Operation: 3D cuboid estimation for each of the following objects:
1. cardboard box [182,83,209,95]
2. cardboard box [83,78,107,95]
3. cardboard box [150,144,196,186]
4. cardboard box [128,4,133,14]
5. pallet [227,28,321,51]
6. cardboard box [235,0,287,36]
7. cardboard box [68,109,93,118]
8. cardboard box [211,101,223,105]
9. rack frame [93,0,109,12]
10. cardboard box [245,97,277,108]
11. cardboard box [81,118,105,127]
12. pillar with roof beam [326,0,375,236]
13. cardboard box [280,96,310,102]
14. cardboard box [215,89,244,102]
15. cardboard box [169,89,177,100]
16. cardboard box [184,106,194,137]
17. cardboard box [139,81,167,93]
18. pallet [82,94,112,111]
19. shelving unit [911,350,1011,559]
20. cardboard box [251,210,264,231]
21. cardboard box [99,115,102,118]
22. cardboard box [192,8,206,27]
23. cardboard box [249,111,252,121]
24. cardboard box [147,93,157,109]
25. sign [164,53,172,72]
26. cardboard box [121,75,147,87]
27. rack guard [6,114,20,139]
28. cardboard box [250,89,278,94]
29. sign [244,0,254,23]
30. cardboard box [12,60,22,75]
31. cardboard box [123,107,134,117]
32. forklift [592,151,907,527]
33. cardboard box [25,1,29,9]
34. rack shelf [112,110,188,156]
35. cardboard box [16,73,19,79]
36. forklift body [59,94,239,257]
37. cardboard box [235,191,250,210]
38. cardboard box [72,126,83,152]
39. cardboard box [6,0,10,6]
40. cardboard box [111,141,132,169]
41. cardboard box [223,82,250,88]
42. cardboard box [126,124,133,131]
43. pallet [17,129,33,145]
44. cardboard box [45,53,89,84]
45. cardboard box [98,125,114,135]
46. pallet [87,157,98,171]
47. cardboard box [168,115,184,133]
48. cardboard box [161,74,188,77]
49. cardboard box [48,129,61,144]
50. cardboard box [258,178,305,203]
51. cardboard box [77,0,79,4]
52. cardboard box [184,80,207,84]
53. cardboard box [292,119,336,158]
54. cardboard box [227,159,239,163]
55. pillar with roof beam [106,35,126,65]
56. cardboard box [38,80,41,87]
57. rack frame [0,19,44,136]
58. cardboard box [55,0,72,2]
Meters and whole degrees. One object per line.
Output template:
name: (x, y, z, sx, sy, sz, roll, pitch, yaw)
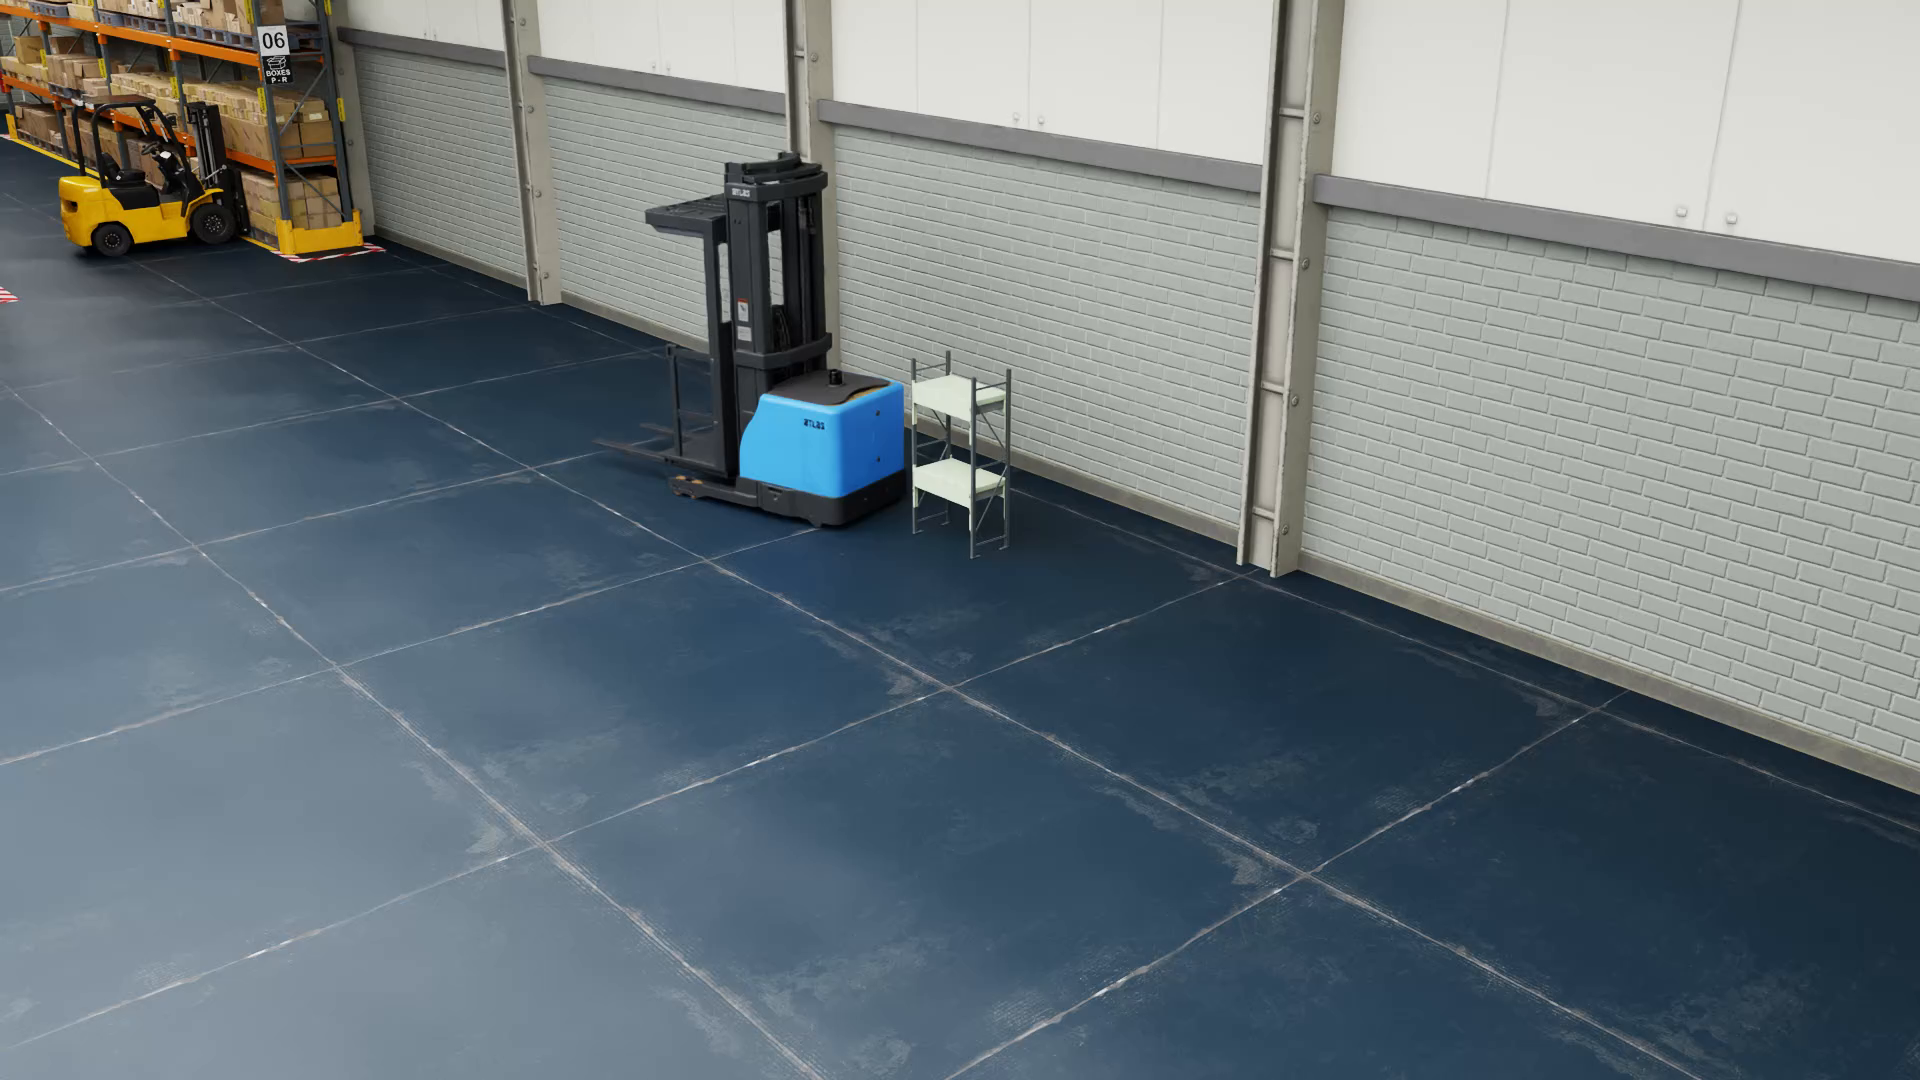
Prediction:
cardboard box: (-12.163, -7.193, 26.527, 0.380, 0.149, 0.250, -17, 27, -36)
cardboard box: (-15.691, -8.310, 30.443, 0.500, 0.250, 0.500, -19, 28, -40)
cardboard box: (-13.488, -6.519, 28.922, 0.875, 0.625, 0.625, -19, 28, -40)
cardboard box: (-13.597, -8.831, 27.662, 0.380, 0.149, 0.250, -18, 28, -38)
pallet: (-9.977, -7.316, 24.285, 1.003, 0.211, 1.213, -17, 27, -37)
cardboard box: (-10.009, -7.509, 23.806, 0.500, 0.500, 0.500, -16, 27, -36)
cardboard box: (-17.130, -8.324, 32.404, 0.380, 0.149, 0.250, -19, 28, -40)
cardboard box: (-11.324, -6.702, 25.682, 0.380, 0.149, 0.250, -19, 28, -39)
rack frame: (-14.757, -10.763, 28.851, 1.000, 3.000, 0.127, -17, 27, -37)
cardboard box: (-10.411, -6.508, 24.780, 0.380, 0.149, 0.250, -17, 27, -37)
cardboard box: (-16.731, -8.047, 32.105, 0.380, 0.149, 0.250, -18, 28, -38)
pillar with roof beam: (-12.568, -7.935, 21.630, 9.100, 9.000, 0.400, -17, 27, -37)
cardboard box: (-9.921, -6.540, 24.860, 0.380, 0.149, 0.250, -17, 27, -36)
cardboard box: (-11.262, -6.856, 25.667, 0.380, 0.149, 0.250, -18, 27, -38)
cardboard box: (-12.720, -7.322, 27.264, 0.380, 0.149, 0.250, -18, 28, -38)
cardboard box: (-12.054, -6.726, 26.633, 0.500, 0.500, 0.500, -18, 28, -39)
cardboard box: (-13.626, -7.655, 28.116, 0.380, 0.149, 0.250, -18, 28, -39)
pallet: (-15.253, -8.051, 30.415, 1.213, 0.211, 1.003, -17, 27, -37)
shelving unit: (0.004, -0.697, 13.432, 0.431, 1.500, 0.755, -17, 27, -37)
cardboard box: (-10.399, -4.869, 25.223, 0.500, 0.250, 0.500, -17, 27, -37)
cardboard box: (-16.734, -8.304, 32.761, 0.380, 0.149, 0.250, -17, 27, -37)
cardboard box: (-11.407, -7.958, 25.274, 0.396, 0.266, 0.258, -18, 28, -39)
cardboard box: (-10.286, -6.287, 24.622, 0.380, 0.149, 0.250, -17, 27, -36)
cardboard box: (-13.331, -7.385, 27.973, 0.500, 0.250, 0.500, -17, 27, -36)
sign: (-14.339, -8.642, 30.073, 0.100, 0.325, 0.005, -17, 27, -37)
cardboard box: (-14.410, -8.022, 29.051, 0.380, 0.149, 0.250, -17, 27, -36)
rack guard: (-19.930, -8.995, 35.990, 1.175, 0.500, 0.348, -17, 27, -37)
cardboard box: (-10.756, -6.896, 25.770, 0.380, 0.149, 0.250, -16, 27, -36)
sign: (-9.955, -7.406, 23.288, 0.100, 0.325, 0.005, -17, 27, -37)
cardboard box: (-19.224, -9.781, 34.366, 0.500, 0.250, 0.500, -18, 28, -38)
cardboard box: (-14.328, -7.579, 29.153, 0.500, 0.250, 0.500, -18, 28, -39)
forklift: (-1.976, -1.870, 14.467, 3.031, 2.935, 1.130, 14, 25, 31)
cardboard box: (-18.153, -10.528, 32.709, 0.380, 0.149, 0.250, -16, 27, -36)
rack shelf: (-13.452, -7.082, 28.665, 1.077, 0.370, 4.000, -17, 27, -37)
cardboard box: (-19.455, -9.699, 34.704, 0.380, 0.149, 0.250, -16, 27, -36)
forklift body: (-12.155, -5.454, 24.685, 2.313, 2.155, 1.214, -17, 27, -37)
cardboard box: (-10.762, -5.246, 25.500, 0.500, 0.250, 0.500, -18, 28, -39)
cardboard box: (-16.868, -7.774, 32.298, 0.500, 0.500, 0.500, -18, 28, -38)
cardboard box: (-19.020, -10.870, 33.580, 0.380, 0.149, 0.250, -17, 27, -37)
cardboard box: (-15.196, -7.067, 30.492, 0.500, 0.500, 0.500, -16, 27, -36)
cardboard box: (-11.576, -7.256, 26.689, 0.380, 0.149, 0.250, -18, 28, -39)
cardboard box: (-15.552, -7.809, 31.496, 0.380, 0.149, 0.250, -18, 28, -39)
pallet: (-19.408, -8.640, 35.481, 1.003, 0.211, 1.213, -17, 27, -37)
cardboard box: (-17.222, -9.130, 32.194, 0.700, 0.500, 0.500, -17, 27, -36)
cardboard box: (-15.913, -7.683, 31.176, 0.380, 0.149, 0.250, -18, 28, -38)
pallet: (-16.008, -7.223, 31.863, 1.003, 0.211, 1.213, -17, 27, -37)
cardboard box: (-12.673, -6.872, 27.347, 0.500, 0.250, 0.500, -17, 27, -36)
cardboard box: (-13.800, -8.094, 29.235, 0.380, 0.149, 0.250, -18, 28, -38)
cardboard box: (-18.187, -8.180, 33.655, 0.396, 0.266, 0.258, -16, 27, -36)
cardboard box: (-10.072, -5.193, 24.679, 0.500, 0.250, 0.500, -16, 27, -36)
cardboard box: (-15.798, -9.817, 30.207, 0.380, 0.149, 0.250, -17, 27, -37)
cardboard box: (-13.005, -7.726, 28.296, 0.380, 0.149, 0.250, -18, 27, -38)
cardboard box: (-9.648, -6.009, 24.802, 0.500, 0.500, 0.500, -16, 27, -36)
cardboard box: (-11.742, -5.893, 26.467, 0.500, 0.250, 0.500, -17, 27, -37)
pillar with roof beam: (-20.401, -11.250, 30.095, 9.100, 9.000, 0.400, -17, 27, -37)
cardboard box: (-18.293, -9.198, 33.424, 0.380, 0.149, 0.250, -17, 27, -36)
rack frame: (-19.979, -10.180, 35.588, 1.000, 3.000, 0.127, -17, 27, -37)
cardboard box: (-16.452, -10.001, 30.649, 0.380, 0.149, 0.250, -17, 27, -36)
